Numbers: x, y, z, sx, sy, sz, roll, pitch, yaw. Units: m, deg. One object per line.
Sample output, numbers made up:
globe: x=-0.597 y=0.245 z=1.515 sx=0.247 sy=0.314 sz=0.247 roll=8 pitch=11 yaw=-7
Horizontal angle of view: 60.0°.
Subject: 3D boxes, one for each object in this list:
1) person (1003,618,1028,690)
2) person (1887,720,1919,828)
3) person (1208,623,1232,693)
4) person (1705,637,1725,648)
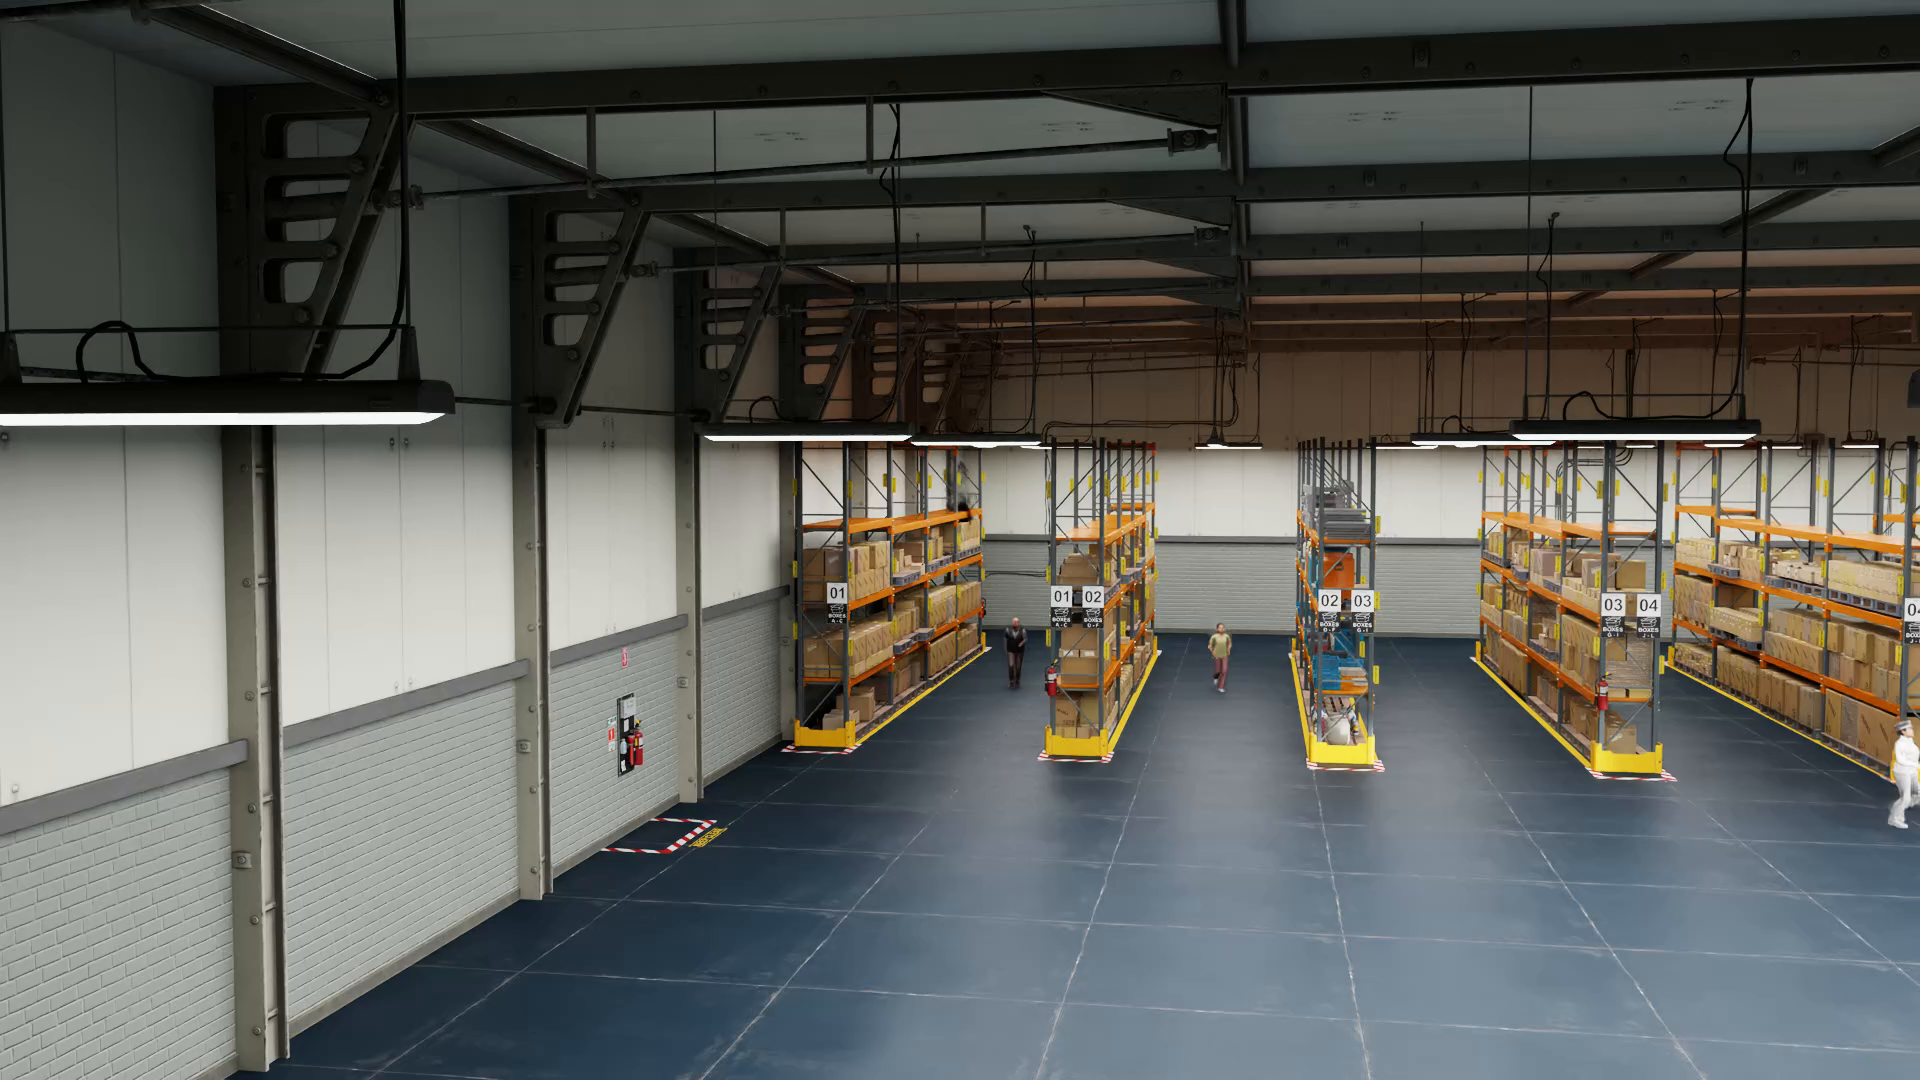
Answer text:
person: x=1.346 y=2.753 z=40.268 sx=0.579 sy=1.759 sz=0.864 roll=0 pitch=3 yaw=-3
person: x=14.413 y=3.550 z=25.240 sx=0.597 sy=1.660 sz=0.569 roll=-3 pitch=4 yaw=-40
person: x=6.242 y=2.805 z=39.820 sx=0.579 sy=1.641 sz=0.731 roll=0 pitch=3 yaw=-3
person: x=20.786 y=2.427 z=45.701 sx=0.695 sy=1.751 sz=0.664 roll=0 pitch=3 yaw=7
